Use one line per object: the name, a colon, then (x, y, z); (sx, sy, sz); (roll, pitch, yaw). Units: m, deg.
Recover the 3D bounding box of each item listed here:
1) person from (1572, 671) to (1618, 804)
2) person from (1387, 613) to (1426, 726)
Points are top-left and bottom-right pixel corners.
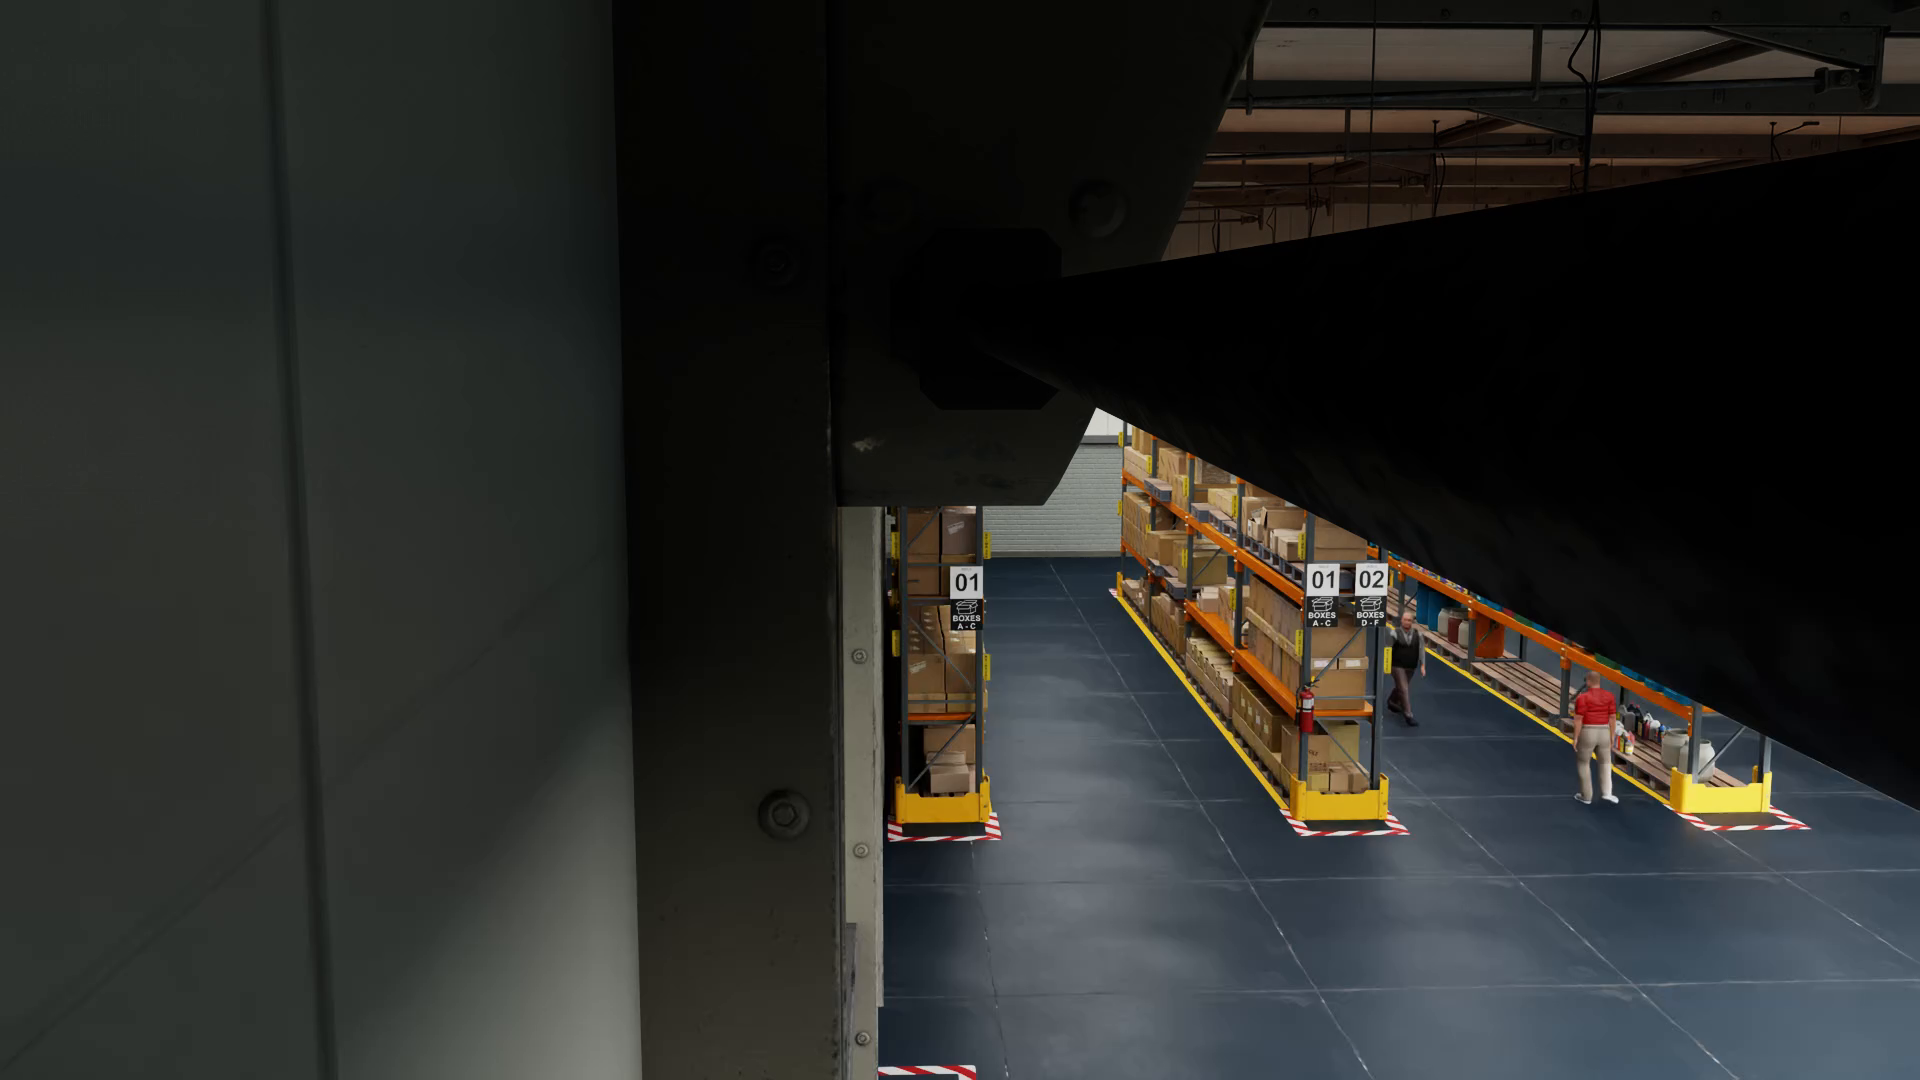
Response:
person: (8.079, 2.522, 21.159); (0.579, 1.723, 0.565); (-1, 8, -4)
person: (6.809, 1.927, 25.378); (0.509, 1.655, 1.103); (-3, 8, -18)
